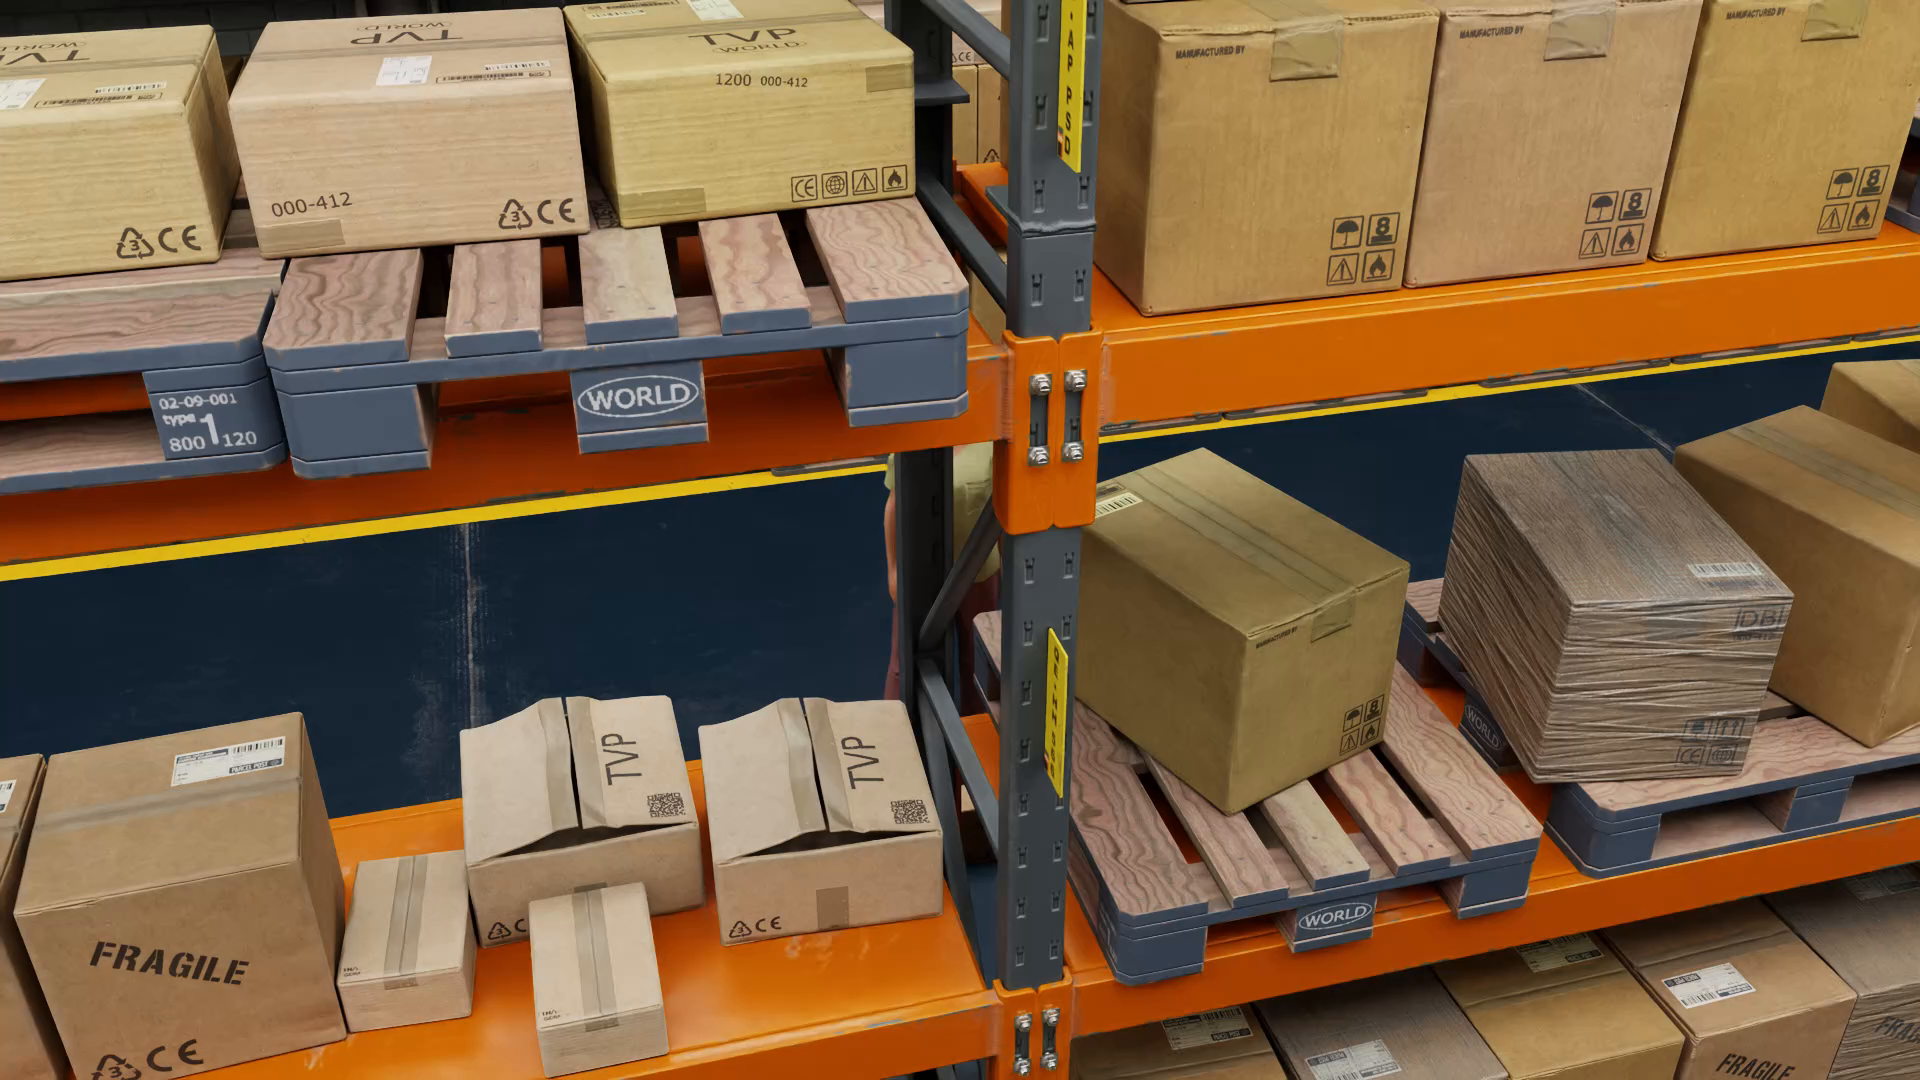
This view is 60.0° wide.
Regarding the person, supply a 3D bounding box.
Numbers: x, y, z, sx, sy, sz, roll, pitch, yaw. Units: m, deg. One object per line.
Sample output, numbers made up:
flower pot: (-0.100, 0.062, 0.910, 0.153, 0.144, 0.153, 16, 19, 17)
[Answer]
person: (-0.058, 0.126, 5.909, 0.509, 1.669, 0.439, -5, 31, -8)
